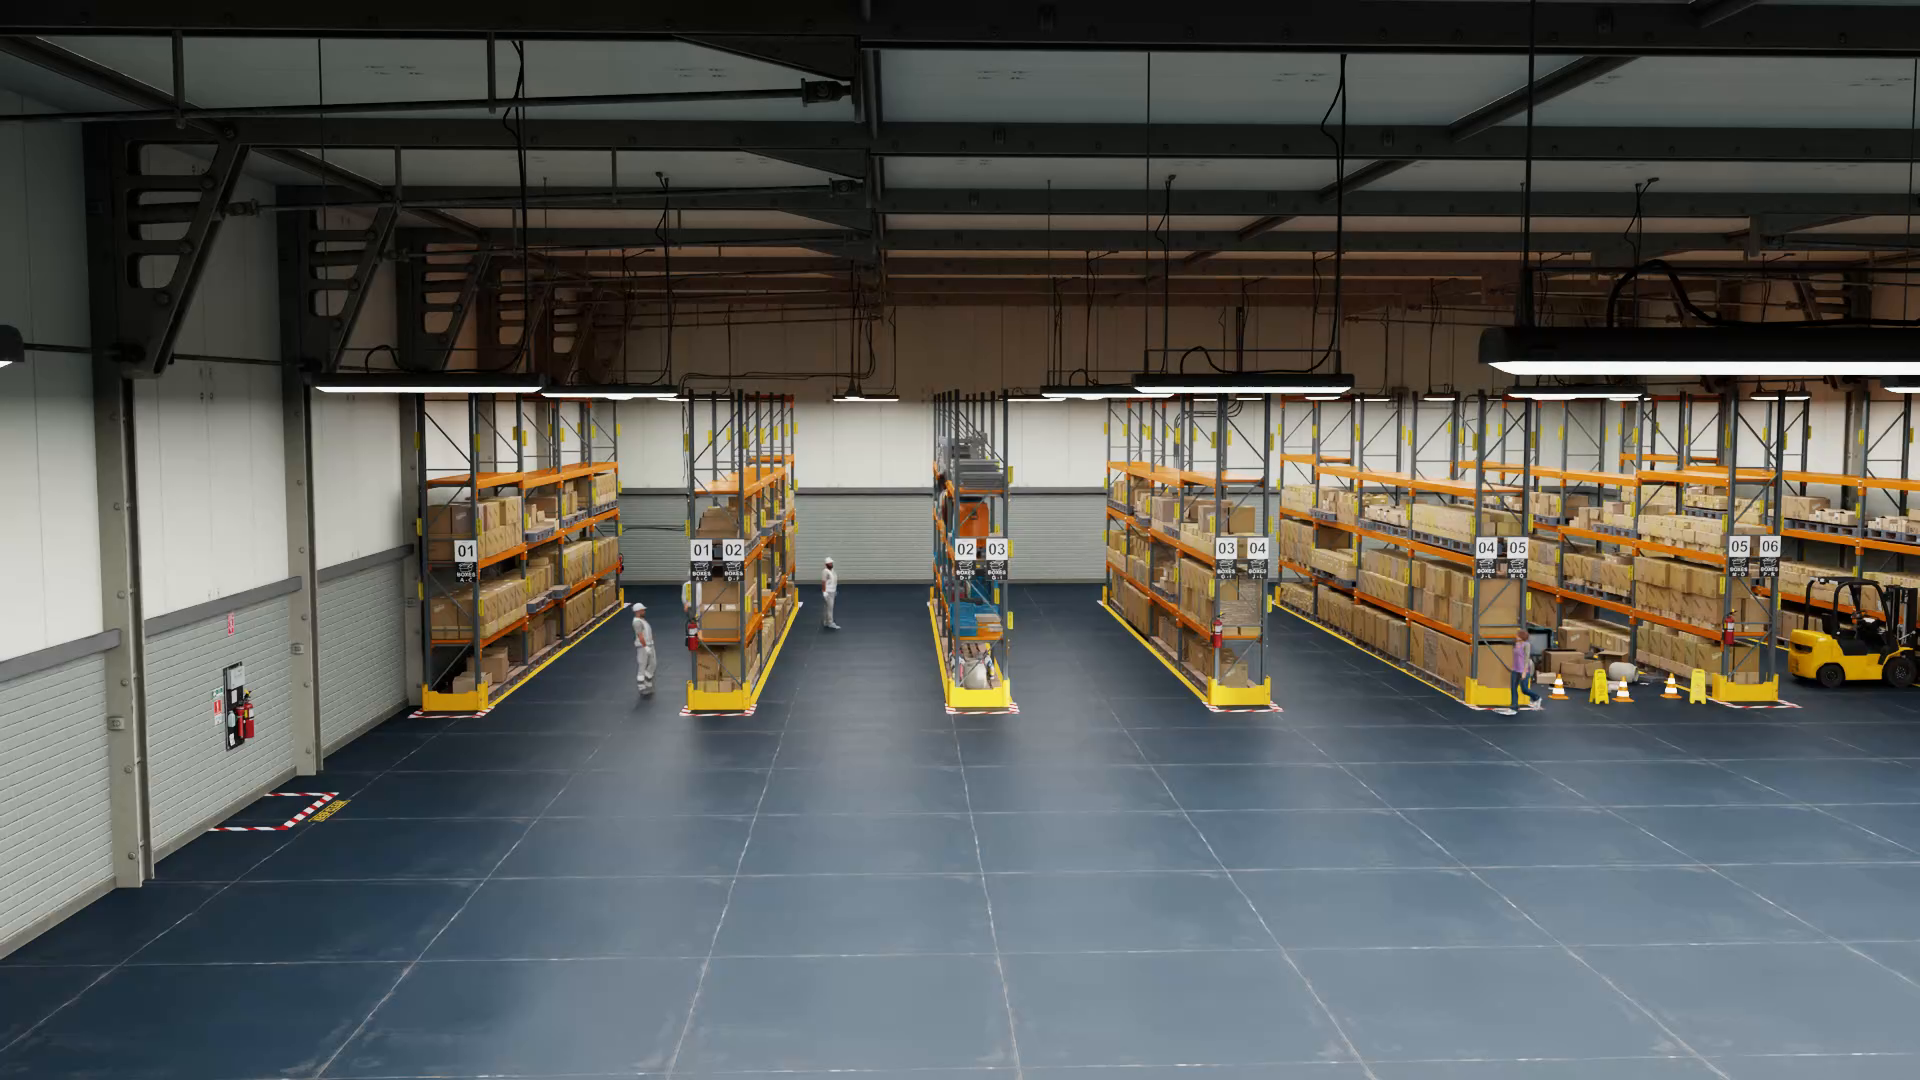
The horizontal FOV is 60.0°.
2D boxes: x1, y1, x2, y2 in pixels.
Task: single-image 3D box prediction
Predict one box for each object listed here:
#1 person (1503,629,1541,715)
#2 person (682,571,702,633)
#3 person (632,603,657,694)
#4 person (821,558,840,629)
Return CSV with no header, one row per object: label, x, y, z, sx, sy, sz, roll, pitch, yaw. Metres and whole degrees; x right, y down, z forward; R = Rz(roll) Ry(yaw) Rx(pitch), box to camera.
person,10.376,2.427,30.645,0.716,1.589,0.390,-3,5,-30
person,-6.450,1.589,40.117,0.499,1.736,1.003,0,5,3
person,-6.227,2.153,32.913,0.583,1.820,0.587,2,5,22
person,-3.278,1.351,42.743,0.521,1.807,0.599,1,5,13
